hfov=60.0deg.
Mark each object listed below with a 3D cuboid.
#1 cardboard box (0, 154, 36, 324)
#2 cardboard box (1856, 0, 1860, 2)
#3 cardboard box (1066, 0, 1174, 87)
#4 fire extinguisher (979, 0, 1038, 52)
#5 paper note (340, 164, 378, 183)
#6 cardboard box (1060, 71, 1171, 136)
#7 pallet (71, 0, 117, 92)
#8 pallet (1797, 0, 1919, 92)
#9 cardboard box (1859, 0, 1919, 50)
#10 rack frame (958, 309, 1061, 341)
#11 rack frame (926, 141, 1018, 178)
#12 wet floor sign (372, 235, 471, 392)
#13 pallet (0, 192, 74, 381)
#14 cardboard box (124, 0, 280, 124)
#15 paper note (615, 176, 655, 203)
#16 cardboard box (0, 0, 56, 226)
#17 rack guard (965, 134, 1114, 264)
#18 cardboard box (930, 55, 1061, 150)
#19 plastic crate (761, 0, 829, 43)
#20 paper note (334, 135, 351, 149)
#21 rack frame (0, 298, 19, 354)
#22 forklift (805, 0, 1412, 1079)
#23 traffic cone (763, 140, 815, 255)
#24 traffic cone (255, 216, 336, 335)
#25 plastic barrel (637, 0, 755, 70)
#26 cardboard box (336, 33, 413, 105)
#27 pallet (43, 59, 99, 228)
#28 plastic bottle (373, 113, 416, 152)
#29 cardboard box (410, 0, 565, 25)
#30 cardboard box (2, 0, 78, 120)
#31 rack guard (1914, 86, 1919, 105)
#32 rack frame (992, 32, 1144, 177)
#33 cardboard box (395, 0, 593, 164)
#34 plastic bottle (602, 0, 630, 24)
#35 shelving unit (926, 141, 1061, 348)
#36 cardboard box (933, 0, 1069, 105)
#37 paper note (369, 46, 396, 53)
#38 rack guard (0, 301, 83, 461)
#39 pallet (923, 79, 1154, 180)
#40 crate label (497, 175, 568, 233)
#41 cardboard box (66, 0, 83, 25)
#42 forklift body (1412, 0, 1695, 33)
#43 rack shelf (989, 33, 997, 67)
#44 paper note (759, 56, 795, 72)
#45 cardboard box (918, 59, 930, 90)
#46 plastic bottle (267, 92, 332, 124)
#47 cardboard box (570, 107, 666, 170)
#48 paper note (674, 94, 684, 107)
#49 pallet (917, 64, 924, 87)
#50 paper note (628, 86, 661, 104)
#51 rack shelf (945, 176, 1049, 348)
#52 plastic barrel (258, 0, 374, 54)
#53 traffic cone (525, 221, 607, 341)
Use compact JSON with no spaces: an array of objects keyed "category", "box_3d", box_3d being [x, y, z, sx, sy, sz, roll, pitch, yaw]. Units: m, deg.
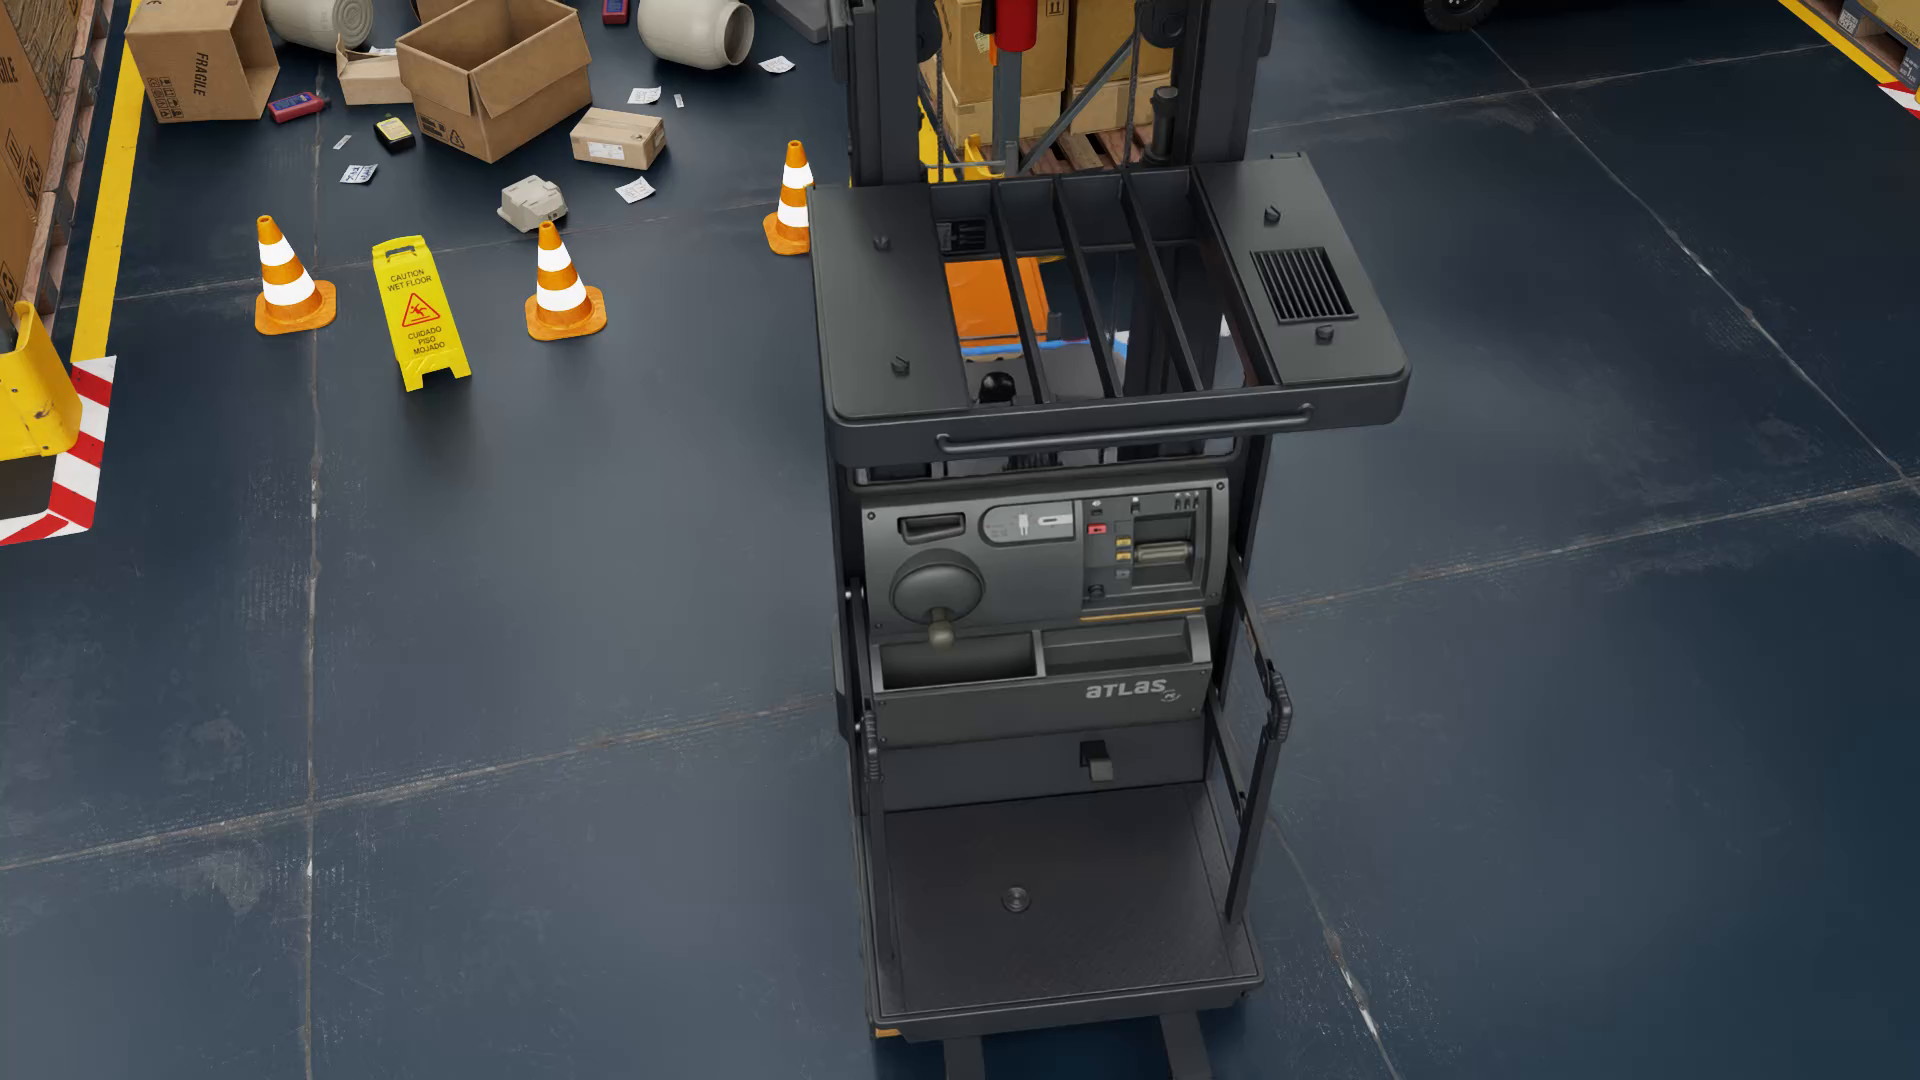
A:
[{"category":"cardboard box","box_3d":[-4.362,-1.291,6.608,0.875,0.875,0.875,-10,47,-10]},{"category":"cardboard box","box_3d":[4.888,-3.113,8.831,0.500,0.250,0.500,-11,47,-10]},{"category":"cardboard box","box_3d":[0.689,-2.477,7.683,0.500,0.500,0.500,-12,47,-12]},{"category":"fire extinguisher","box_3d":[0.219,-2.216,6.375,0.296,0.674,0.183,-11,47,-10]},{"category":"paper note","box_3d":[-2.874,-1.756,7.950,0.144,0.017,0.142,4,46,4]},{"category":"cardboard box","box_3d":[0.696,-2.198,7.935,0.500,0.250,0.500,-11,47,-11]},{"category":"pallet","box_3d":[-5.029,-2.678,8.726,1.003,0.211,1.213,-11,47,-10]},{"category":"pallet","box_3d":[5.196,-2.861,8.906,1.003,0.211,1.213,-11,47,-10]},{"category":"cardboard box","box_3d":[5.007,-2.767,8.493,0.500,0.250,0.500,-10,46,-10]},{"category":"rack frame","box_3d":[0.079,-0.324,5.771,0.500,1.125,0.032,-5,45,-5]},{"category":"rack frame","box_3d":[-0.039,-1.040,6.484,0.500,1.125,0.032,-5,45,-5]},{"category":"wet floor sign","box_3d":[-2.203,-0.949,6.729,0.267,0.644,0.232,-18,48,-17]},{"category":"pallet","box_3d":[-4.405,-0.993,7.075,1.003,0.211,1.213,-11,47,-10]},{"category":"cardboard box","box_3d":[-3.759,-2.435,8.284,0.500,0.500,0.500,-3,46,-3]},{"category":"paper note","box_3d":[-1.531,-1.656,7.851,0.148,0.019,0.142,-26,51,-24]},{"category":"cardboard box","box_3d":[-4.589,-1.898,7.203,0.875,0.875,0.875,-11,47,-11]},{"category":"rack guard","box_3d":[0.615,-1.584,7.452,1.175,0.500,0.348,-11,47,-10]},{"category":"cardboard box","box_3d":[0.162,-2.116,7.855,0.500,0.250,0.500,-11,47,-11]},{"category":"plastic crate","box_3d":[-0.780,-2.912,9.048,0.402,0.080,0.583,-26,51,-24]},{"category":"paper note","box_3d":[-3.030,-1.952,8.156,0.032,0.001,0.123,11,47,11]},{"category":"rack frame","box_3d":[-4.124,-1.431,5.552,1.000,3.000,0.127,-11,47,-10]},{"category":"forklift","box_3d":[0.249,0.143,4.057,1.130,2.935,3.031,-5,46,-5]},{"category":"traffic cone","box_3d":[-0.722,-1.579,7.474,0.336,0.463,0.334,-11,47,-10]},{"category":"traffic cone","box_3d":[-2.887,-1.170,7.072,0.336,0.463,0.334,-11,47,-10]},{"category":"plastic barrel","box_3d":[-1.357,-2.654,8.554,0.512,0.421,0.421,19,48,17]},{"category":"cardboard box","box_3d":[-2.928,-2.386,8.402,0.396,0.266,0.258,-3,46,-3]},{"category":"pallet","box_3d":[-4.713,-1.834,7.899,1.003,0.211,1.213,-11,47,-10]},{"category":"plastic bottle","box_3d":[-2.794,-2.009,8.176,0.133,0.061,0.283,-26,51,-24]},{"category":"cardboard box","box_3d":[-2.509,-2.974,8.717,0.797,0.637,0.503,-11,47,-10]},{"category":"cardboard box","box_3d":[-4.820,-2.528,7.820,0.875,0.875,0.875,-10,46,-10]},{"category":"rack guard","box_3d":[5.438,-2.425,8.276,1.175,0.500,0.348,-11,47,-10]},{"category":"rack frame","box_3d":[0.635,-2.406,6.508,1.000,3.000,0.127,-11,47,-10]},{"category":"cardboard box","box_3d":[-2.262,-2.282,8.134,0.637,0.503,0.797,27,51,24]},{"category":"plastic bottle","box_3d":[-1.872,-2.905,9.054,0.133,0.061,0.283,-3,46,-3]},{"category":"shelving unit","box_3d":[0.020,-0.682,6.128,0.538,1.125,1.048,-5,45,-5]},{"category":"cardboard box","box_3d":[0.178,-2.359,7.567,0.500,0.500,0.500,-10,46,-10]},{"category":"paper note","box_3d":[-3.032,-2.548,8.731,0.172,0.023,0.155,4,46,4]},{"category":"rack guard","box_3d":[-4.118,-0.540,6.429,1.175,0.500,0.348,-11,47,-10]},{"category":"pallet","box_3d":[0.442,-2.050,8.111,1.003,0.211,1.213,-11,47,-10]},{"category":"crate label","box_3d":[-1.969,-1.559,7.682,0.250,0.136,0.298,-35,55,-30]},{"category":"cardboard box","box_3d":[-5.055,-3.149,8.430,0.875,0.875,0.875,-10,46,-10]},{"category":"forklift body","box_3d":[3.183,-3.995,8.659,2.313,2.155,1.214,-11,47,-10]},{"category":"rack shelf","box_3d":[0.123,-3.535,8.118,1.077,0.370,4.000,-11,47,-10]},{"category":"paper note","box_3d":[-0.951,-2.478,8.658,0.142,0.019,0.148,-26,51,-24]},{"category":"cardboard box","box_3d":[0.043,-2.459,8.190,0.500,0.250,0.500,-11,47,-10]},{"category":"plastic bottle","box_3d":[-3.312,-2.182,8.345,0.283,0.061,0.133,-26,51,-24]},{"category":"cardboard box","box_3d":[-1.653,-1.943,8.050,0.380,0.149,0.250,11,47,11]},{"category":"paper note","box_3d":[-1.424,-2.226,8.425,0.032,0.001,0.123,-11,47,-10]},{"category":"pallet","box_3d":[0.133,-2.891,8.935,1.003,0.211,1.213,-11,47,-10]},{"category":"paper note","box_3d":[-1.604,-2.265,8.457,0.148,0.019,0.142,4,46,4]},{"category":"rack shelf","box_3d":[0.020,-0.888,5.920,0.538,0.278,1.000,-5,45,-5]},{"category":"plastic barrel","box_3d":[-3.375,-2.788,8.686,0.512,0.421,0.421,19,48,17]},{"category":"traffic cone","box_3d":[-1.708,-1.141,7.045,0.336,0.463,0.334,-11,47,-10]}]
